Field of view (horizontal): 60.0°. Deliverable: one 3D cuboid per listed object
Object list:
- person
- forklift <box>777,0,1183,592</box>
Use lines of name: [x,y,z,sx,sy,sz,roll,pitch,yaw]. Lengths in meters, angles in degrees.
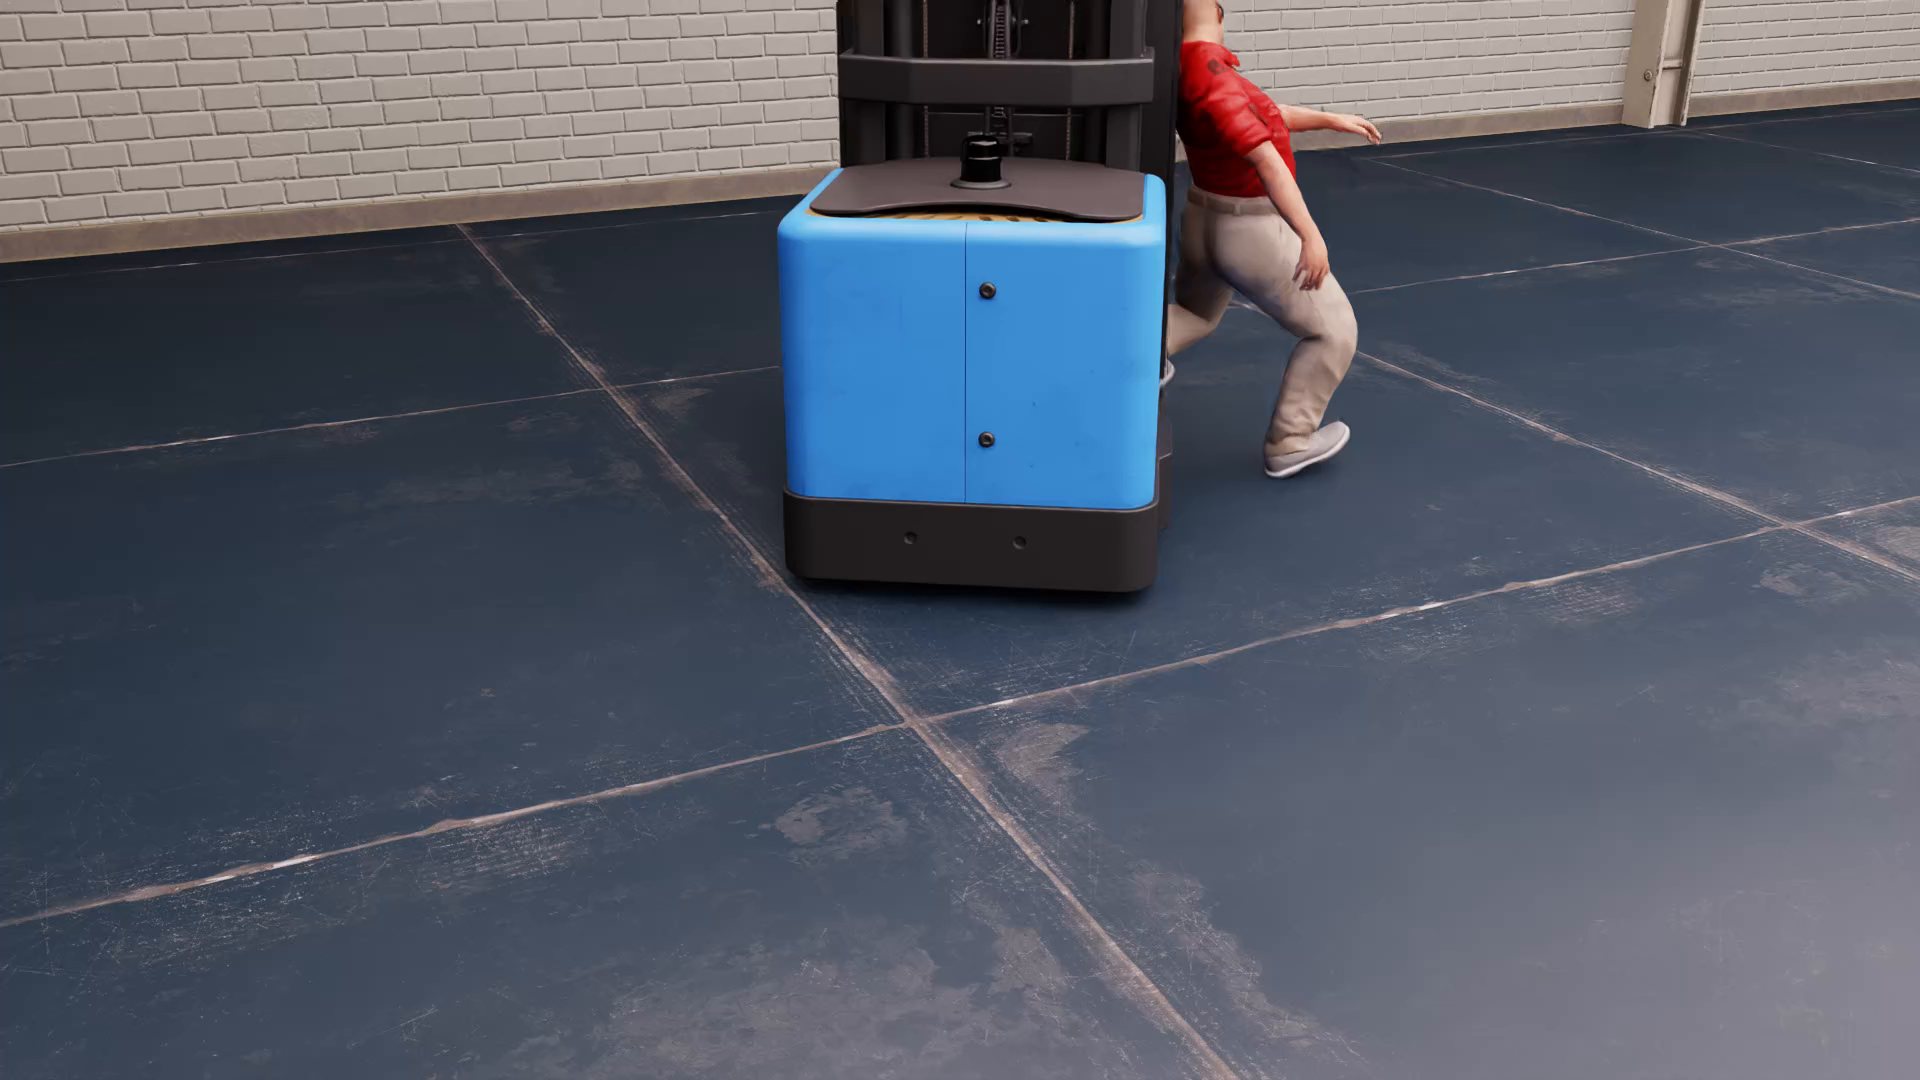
person: [0.957,-0.999,5.448,0.851,1.598,0.838,-11,25,-25]
forklift: [0.181,-1.737,5.469,1.130,2.935,3.031,2,23,6]
